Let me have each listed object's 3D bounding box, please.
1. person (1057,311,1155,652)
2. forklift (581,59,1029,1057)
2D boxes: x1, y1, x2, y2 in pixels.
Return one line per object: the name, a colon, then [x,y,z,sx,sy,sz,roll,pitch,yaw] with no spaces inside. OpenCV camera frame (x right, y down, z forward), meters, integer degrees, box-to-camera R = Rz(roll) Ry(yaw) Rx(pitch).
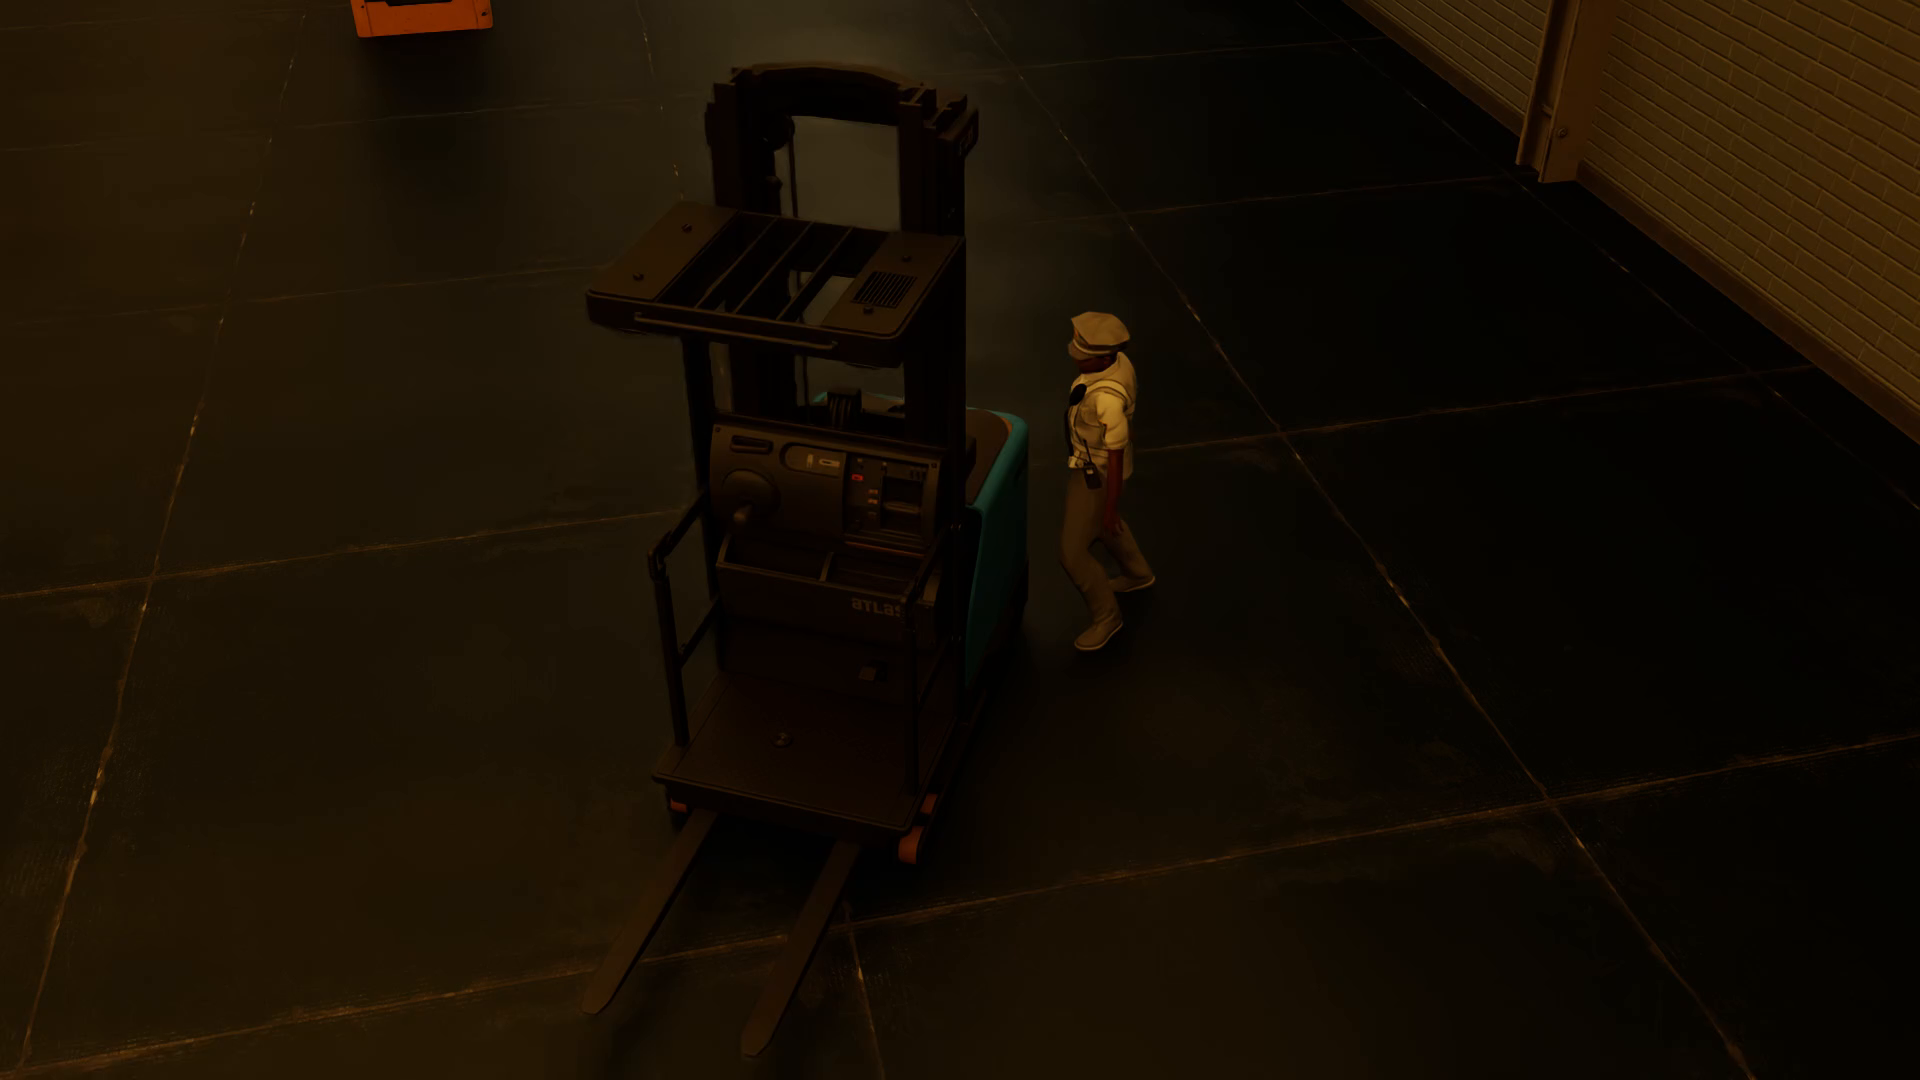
person: [0.701,-0.326,7.694,0.438,1.640,0.817,5,36,7]
forklift: [-0.585,-0.137,6.241,1.130,2.935,3.031,10,37,13]
